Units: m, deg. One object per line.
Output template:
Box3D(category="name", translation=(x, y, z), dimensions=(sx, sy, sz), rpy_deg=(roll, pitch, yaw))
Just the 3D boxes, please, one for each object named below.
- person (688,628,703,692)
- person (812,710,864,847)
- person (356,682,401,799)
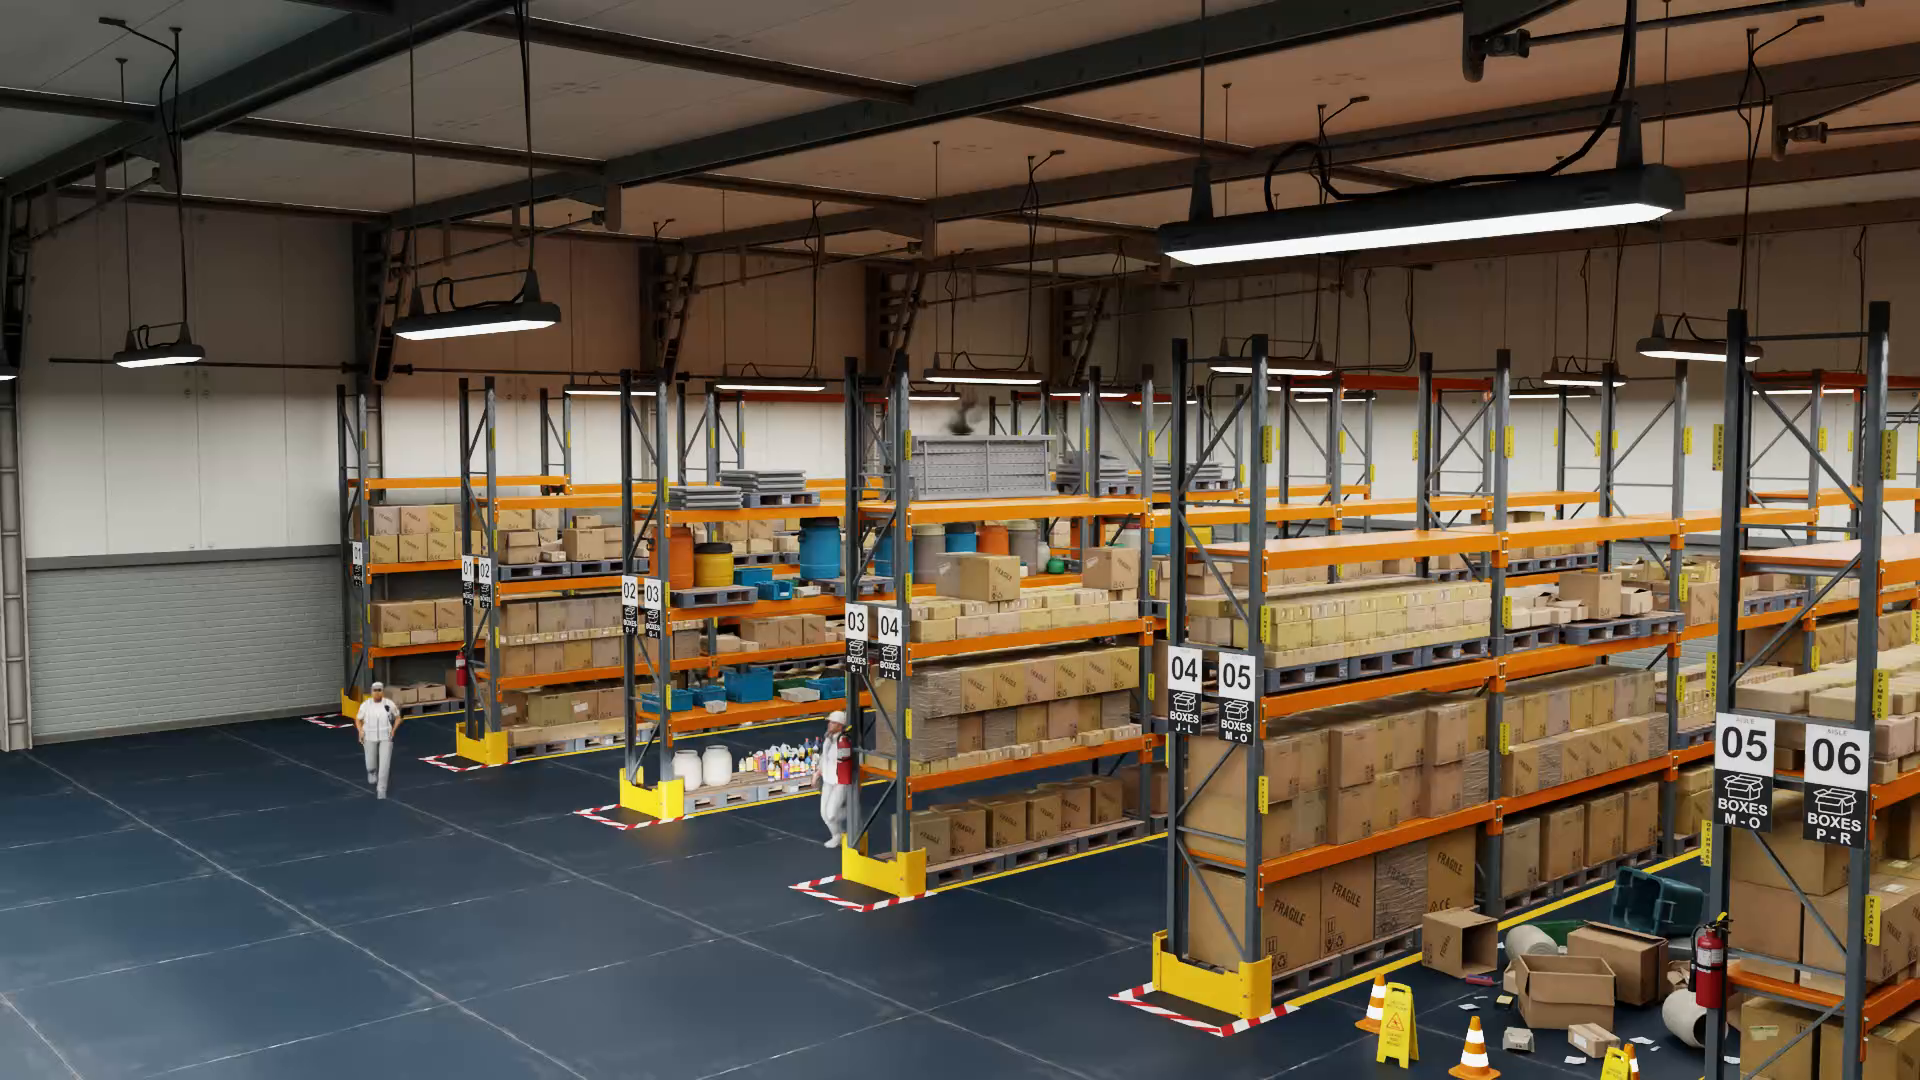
Box3D(category="person", translation=(-4.880, 2.318, 30.737), dimensions=(0.623, 1.688, 0.764), rpy_deg=(3, 5, 42))
Box3D(category="person", translation=(-1.497, 2.962, 20.565), dimensions=(0.596, 1.722, 0.676), rpy_deg=(-3, 5, -41))
Box3D(category="person", translation=(-8.228, 2.818, 23.549), dimensions=(0.615, 1.633, 0.593), rpy_deg=(-1, 4, -19))
